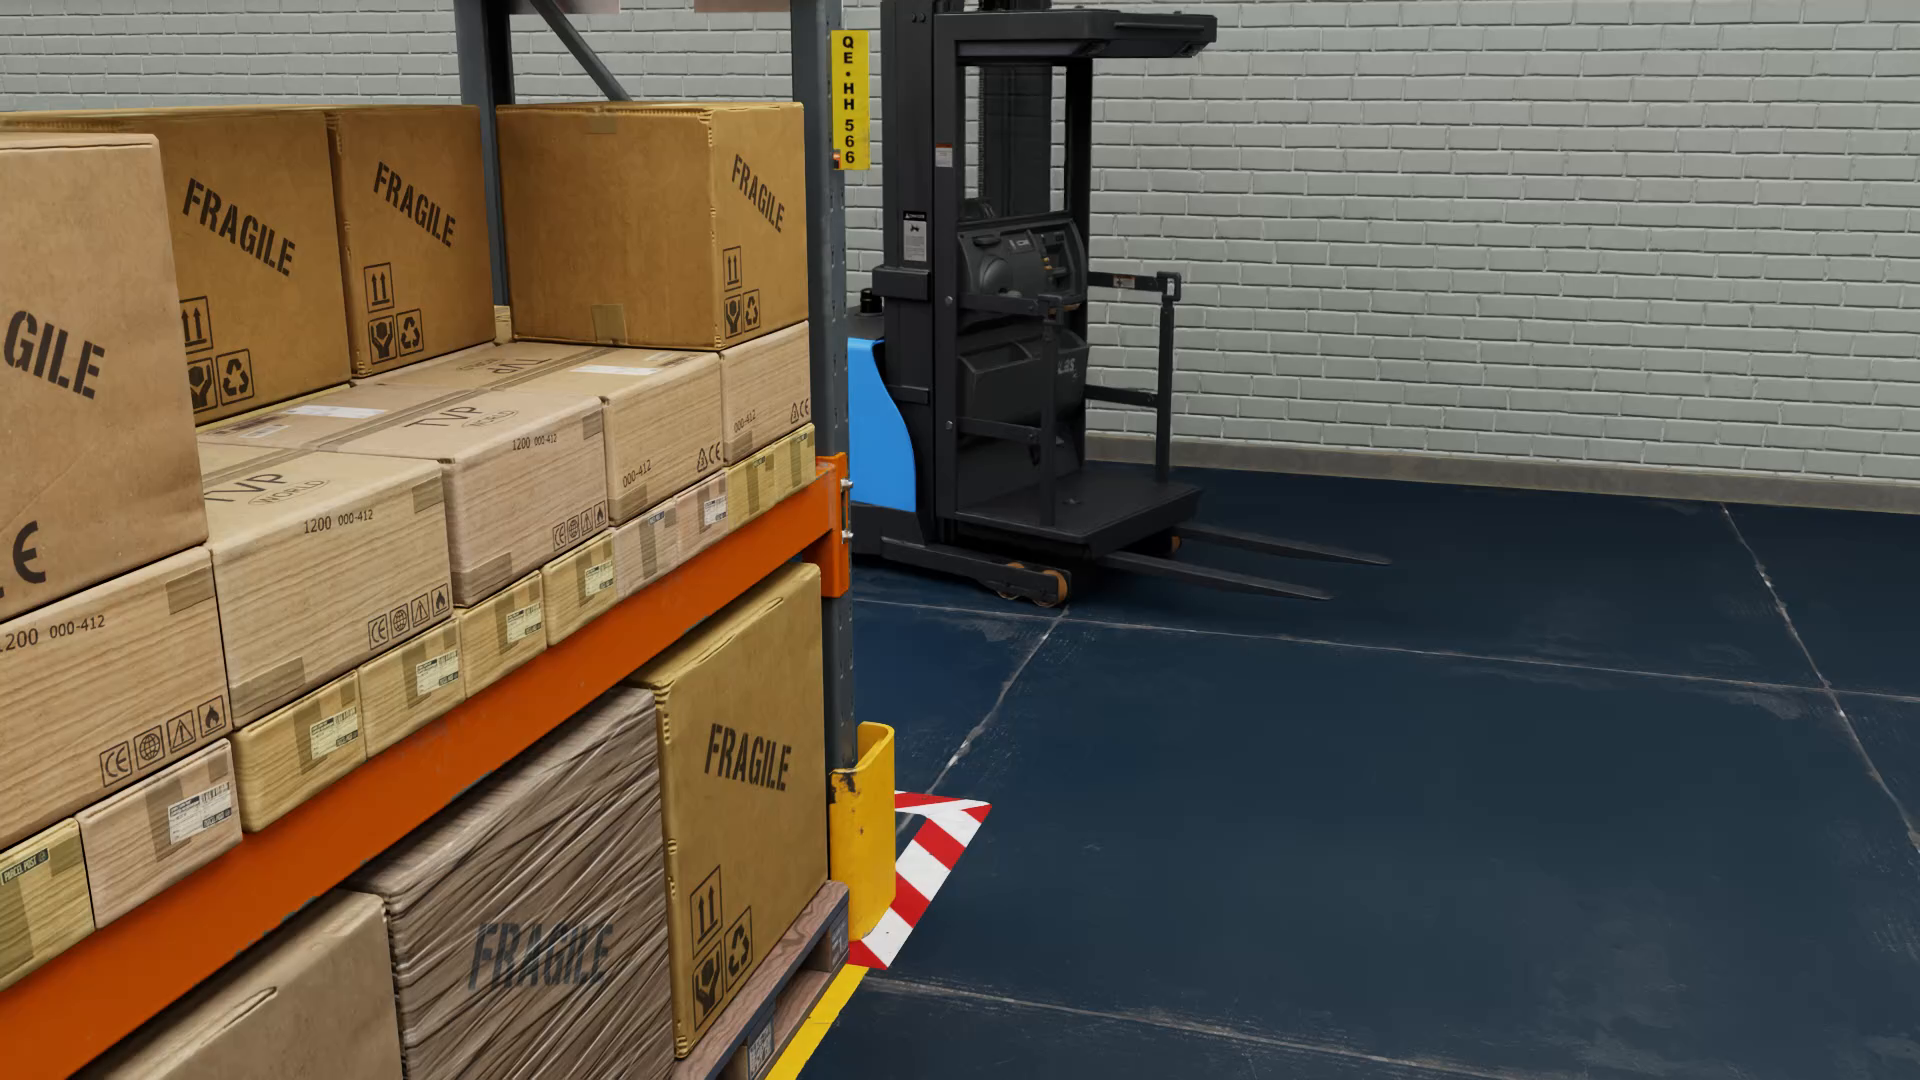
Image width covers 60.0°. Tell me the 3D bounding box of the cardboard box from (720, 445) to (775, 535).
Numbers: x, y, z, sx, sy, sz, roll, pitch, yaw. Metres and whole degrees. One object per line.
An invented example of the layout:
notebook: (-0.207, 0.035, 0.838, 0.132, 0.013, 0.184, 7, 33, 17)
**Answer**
cardboard box: (-0.641, -0.128, 3.743, 0.380, 0.149, 0.250, 5, 17, 16)

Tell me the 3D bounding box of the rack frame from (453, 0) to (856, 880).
rack frame: (-0.783, -0.435, 4.367, 1.000, 3.000, 0.127, 5, 16, 16)

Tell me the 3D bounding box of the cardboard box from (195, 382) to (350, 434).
cardboard box: (-1.466, -0.134, 3.034, 0.500, 0.250, 0.500, 4, 16, 14)

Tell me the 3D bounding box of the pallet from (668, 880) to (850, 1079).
pallet: (-0.935, 1.121, 3.989, 1.003, 0.211, 1.213, 5, 16, 16)

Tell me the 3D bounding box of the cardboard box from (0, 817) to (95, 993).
cardboard box: (-1.222, 0.407, 1.858, 0.380, 0.149, 0.250, 4, 16, 15)

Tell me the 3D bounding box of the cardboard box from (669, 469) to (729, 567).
cardboard box: (-0.714, -0.062, 3.510, 0.380, 0.149, 0.250, 5, 16, 16)

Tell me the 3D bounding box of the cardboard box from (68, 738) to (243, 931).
cardboard box: (-1.149, 0.341, 2.090, 0.380, 0.149, 0.250, 5, 17, 17)

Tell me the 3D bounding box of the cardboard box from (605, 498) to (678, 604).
cardboard box: (-0.785, 0.003, 3.280, 0.380, 0.149, 0.250, 5, 17, 17)

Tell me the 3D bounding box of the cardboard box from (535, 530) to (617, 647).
cardboard box: (-0.857, 0.072, 3.041, 0.380, 0.149, 0.250, 4, 16, 15)

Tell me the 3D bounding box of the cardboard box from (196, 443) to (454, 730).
cardboard box: (-1.100, 0.043, 2.409, 0.500, 0.250, 0.500, 5, 16, 16)

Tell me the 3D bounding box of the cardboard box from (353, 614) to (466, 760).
cardboard box: (-1.003, 0.204, 2.573, 0.380, 0.149, 0.250, 5, 17, 17)

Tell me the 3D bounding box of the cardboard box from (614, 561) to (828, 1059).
cardboard box: (-0.888, 0.558, 3.988, 0.875, 0.875, 0.875, 5, 16, 16)

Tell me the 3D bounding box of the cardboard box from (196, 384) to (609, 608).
cardboard box: (-0.955, -0.093, 2.890, 0.500, 0.250, 0.500, 4, 16, 14)

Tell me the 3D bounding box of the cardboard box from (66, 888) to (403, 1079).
cardboard box: (-1.400, 1.029, 2.327, 0.875, 0.875, 0.875, 5, 16, 16)

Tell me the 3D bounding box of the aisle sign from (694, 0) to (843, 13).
aisle sign: (-0.475, -1.682, 3.997, 0.394, 0.787, 0.004, 5, 16, 16)

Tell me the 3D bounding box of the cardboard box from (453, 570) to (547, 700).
cardboard box: (-0.931, 0.139, 2.801, 0.380, 0.149, 0.250, 5, 16, 16)

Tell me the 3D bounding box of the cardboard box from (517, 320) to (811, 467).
cardboard box: (-0.666, -0.359, 3.828, 0.500, 0.250, 0.500, 4, 16, 15)

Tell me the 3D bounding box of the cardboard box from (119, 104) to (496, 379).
cardboard box: (-1.320, -0.632, 3.415, 0.500, 0.500, 0.500, 4, 16, 15)

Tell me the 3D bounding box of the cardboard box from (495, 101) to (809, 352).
cardboard box: (-0.670, -0.719, 3.724, 0.500, 0.500, 0.500, 5, 17, 17)

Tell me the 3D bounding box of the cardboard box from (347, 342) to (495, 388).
cardboard box: (-1.320, -0.265, 3.497, 0.500, 0.250, 0.500, 4, 16, 15)

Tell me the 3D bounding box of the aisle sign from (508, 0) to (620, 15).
aisle sign: (-1.050, -1.728, 4.161, 0.394, 0.787, 0.004, 5, 16, 16)

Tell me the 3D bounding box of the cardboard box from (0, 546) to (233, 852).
cardboard box: (-1.247, 0.172, 1.956, 0.500, 0.250, 0.500, 5, 17, 17)

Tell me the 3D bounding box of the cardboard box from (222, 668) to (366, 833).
cardboard box: (-1.075, 0.272, 2.332, 0.380, 0.149, 0.250, 4, 16, 14)

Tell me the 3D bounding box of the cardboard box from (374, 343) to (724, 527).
cardboard box: (-0.811, -0.226, 3.360, 0.500, 0.250, 0.500, 4, 16, 15)

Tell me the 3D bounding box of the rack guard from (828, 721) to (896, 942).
rack guard: (-0.776, 0.761, 4.730, 1.175, 0.500, 0.348, 5, 16, 16)

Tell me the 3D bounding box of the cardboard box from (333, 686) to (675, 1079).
cardboard box: (-1.147, 0.797, 3.148, 0.875, 0.875, 0.875, 5, 16, 16)

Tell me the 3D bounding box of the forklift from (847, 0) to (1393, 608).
forklift: (0.461, -1.276, 7.456, 3.031, 2.935, 1.130, 11, 19, 35)

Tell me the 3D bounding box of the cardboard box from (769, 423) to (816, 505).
cardboard box: (-0.569, -0.196, 3.983, 0.380, 0.149, 0.250, 5, 17, 17)

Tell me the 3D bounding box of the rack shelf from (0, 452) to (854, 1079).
rack shelf: (-1.351, 0.434, 2.621, 1.077, 0.370, 4.000, 5, 16, 16)

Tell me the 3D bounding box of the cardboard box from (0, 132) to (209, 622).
cardboard box: (-1.248, -0.191, 1.860, 0.500, 0.500, 0.500, 4, 16, 14)

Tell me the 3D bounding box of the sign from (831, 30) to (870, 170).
sign: (-0.267, -1.061, 4.016, 0.100, 0.325, 0.005, 5, 16, 16)

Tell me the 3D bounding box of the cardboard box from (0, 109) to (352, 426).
cardboard box: (-1.462, -0.496, 2.935, 0.500, 0.500, 0.500, 4, 16, 14)

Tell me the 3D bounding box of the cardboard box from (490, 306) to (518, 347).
cardboard box: (-1.178, -0.402, 3.978, 0.500, 0.250, 0.500, 4, 16, 14)
